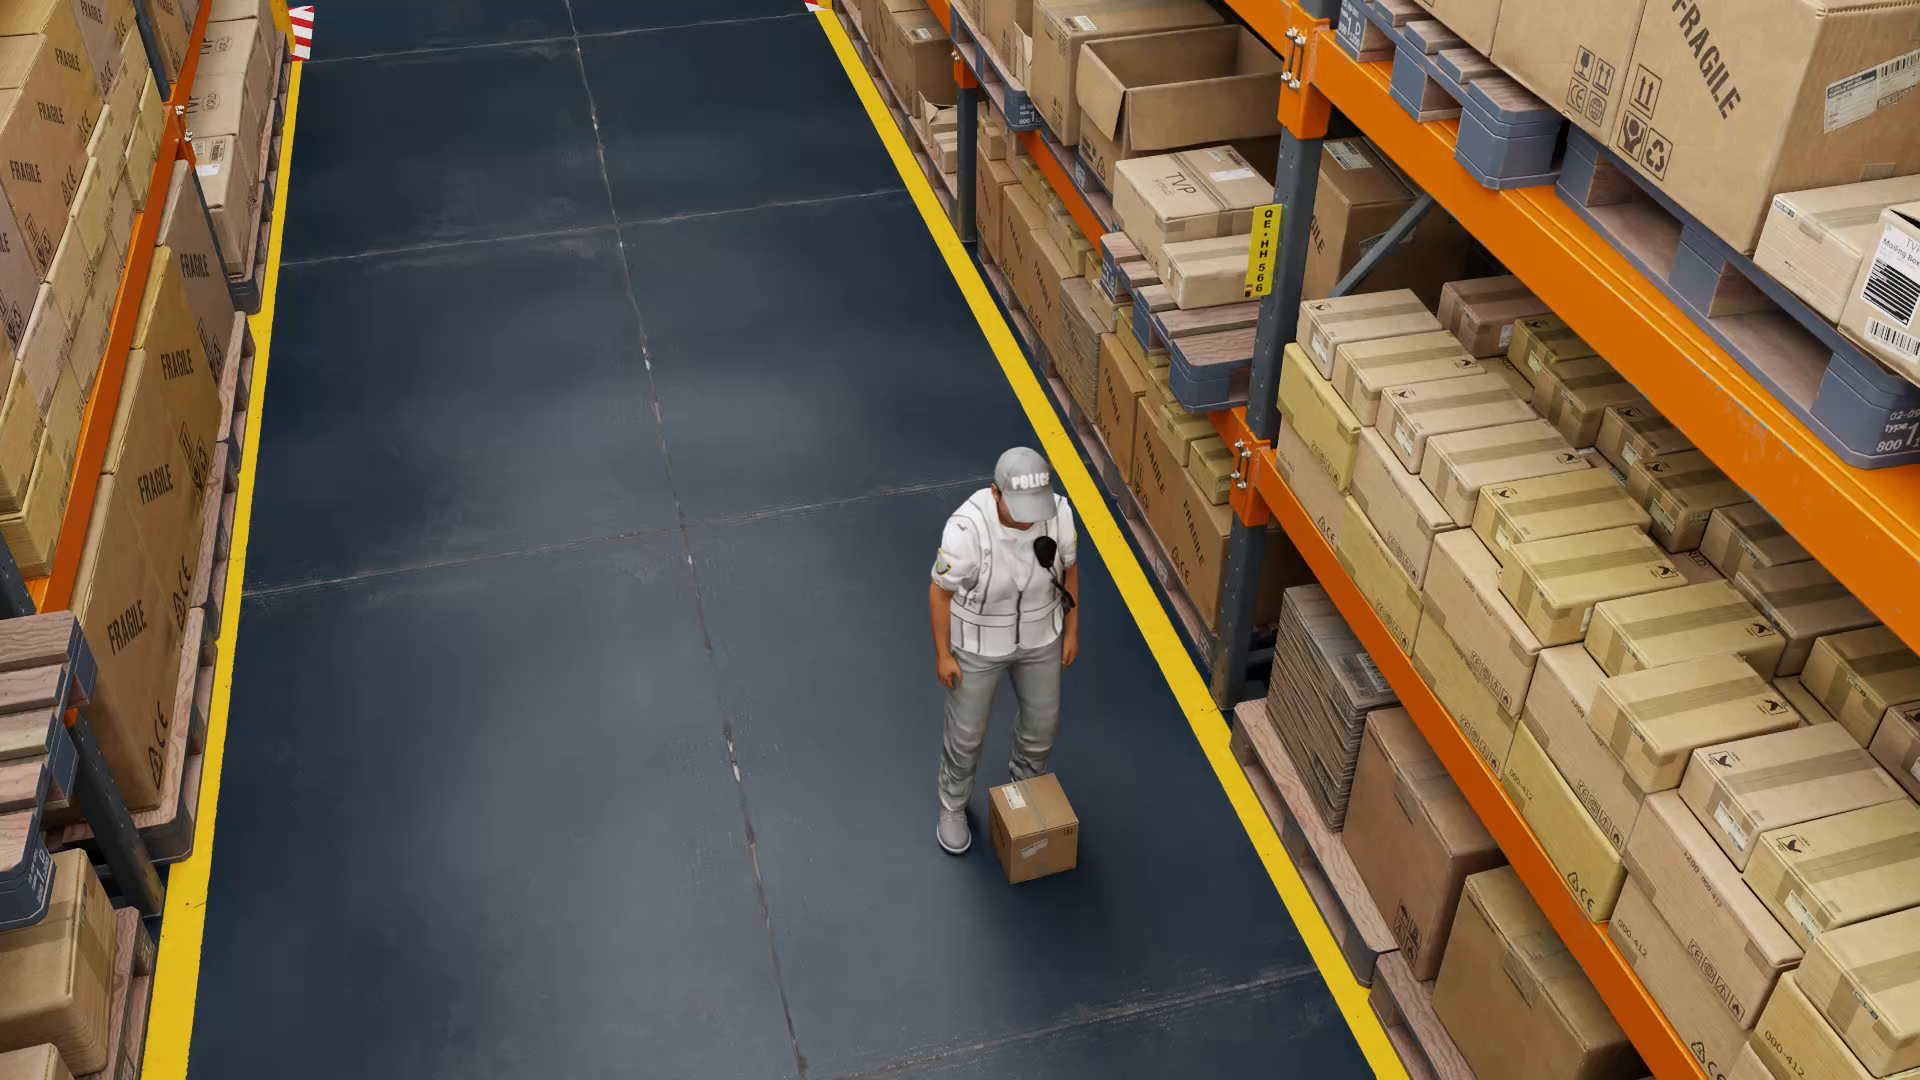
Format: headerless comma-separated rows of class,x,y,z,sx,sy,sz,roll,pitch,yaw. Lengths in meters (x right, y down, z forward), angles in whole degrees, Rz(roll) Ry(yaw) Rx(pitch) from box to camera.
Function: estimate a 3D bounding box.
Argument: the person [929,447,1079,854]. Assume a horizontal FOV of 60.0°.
person,0.155,0.355,5.699,0.541,1.667,0.466,-11,40,-13
